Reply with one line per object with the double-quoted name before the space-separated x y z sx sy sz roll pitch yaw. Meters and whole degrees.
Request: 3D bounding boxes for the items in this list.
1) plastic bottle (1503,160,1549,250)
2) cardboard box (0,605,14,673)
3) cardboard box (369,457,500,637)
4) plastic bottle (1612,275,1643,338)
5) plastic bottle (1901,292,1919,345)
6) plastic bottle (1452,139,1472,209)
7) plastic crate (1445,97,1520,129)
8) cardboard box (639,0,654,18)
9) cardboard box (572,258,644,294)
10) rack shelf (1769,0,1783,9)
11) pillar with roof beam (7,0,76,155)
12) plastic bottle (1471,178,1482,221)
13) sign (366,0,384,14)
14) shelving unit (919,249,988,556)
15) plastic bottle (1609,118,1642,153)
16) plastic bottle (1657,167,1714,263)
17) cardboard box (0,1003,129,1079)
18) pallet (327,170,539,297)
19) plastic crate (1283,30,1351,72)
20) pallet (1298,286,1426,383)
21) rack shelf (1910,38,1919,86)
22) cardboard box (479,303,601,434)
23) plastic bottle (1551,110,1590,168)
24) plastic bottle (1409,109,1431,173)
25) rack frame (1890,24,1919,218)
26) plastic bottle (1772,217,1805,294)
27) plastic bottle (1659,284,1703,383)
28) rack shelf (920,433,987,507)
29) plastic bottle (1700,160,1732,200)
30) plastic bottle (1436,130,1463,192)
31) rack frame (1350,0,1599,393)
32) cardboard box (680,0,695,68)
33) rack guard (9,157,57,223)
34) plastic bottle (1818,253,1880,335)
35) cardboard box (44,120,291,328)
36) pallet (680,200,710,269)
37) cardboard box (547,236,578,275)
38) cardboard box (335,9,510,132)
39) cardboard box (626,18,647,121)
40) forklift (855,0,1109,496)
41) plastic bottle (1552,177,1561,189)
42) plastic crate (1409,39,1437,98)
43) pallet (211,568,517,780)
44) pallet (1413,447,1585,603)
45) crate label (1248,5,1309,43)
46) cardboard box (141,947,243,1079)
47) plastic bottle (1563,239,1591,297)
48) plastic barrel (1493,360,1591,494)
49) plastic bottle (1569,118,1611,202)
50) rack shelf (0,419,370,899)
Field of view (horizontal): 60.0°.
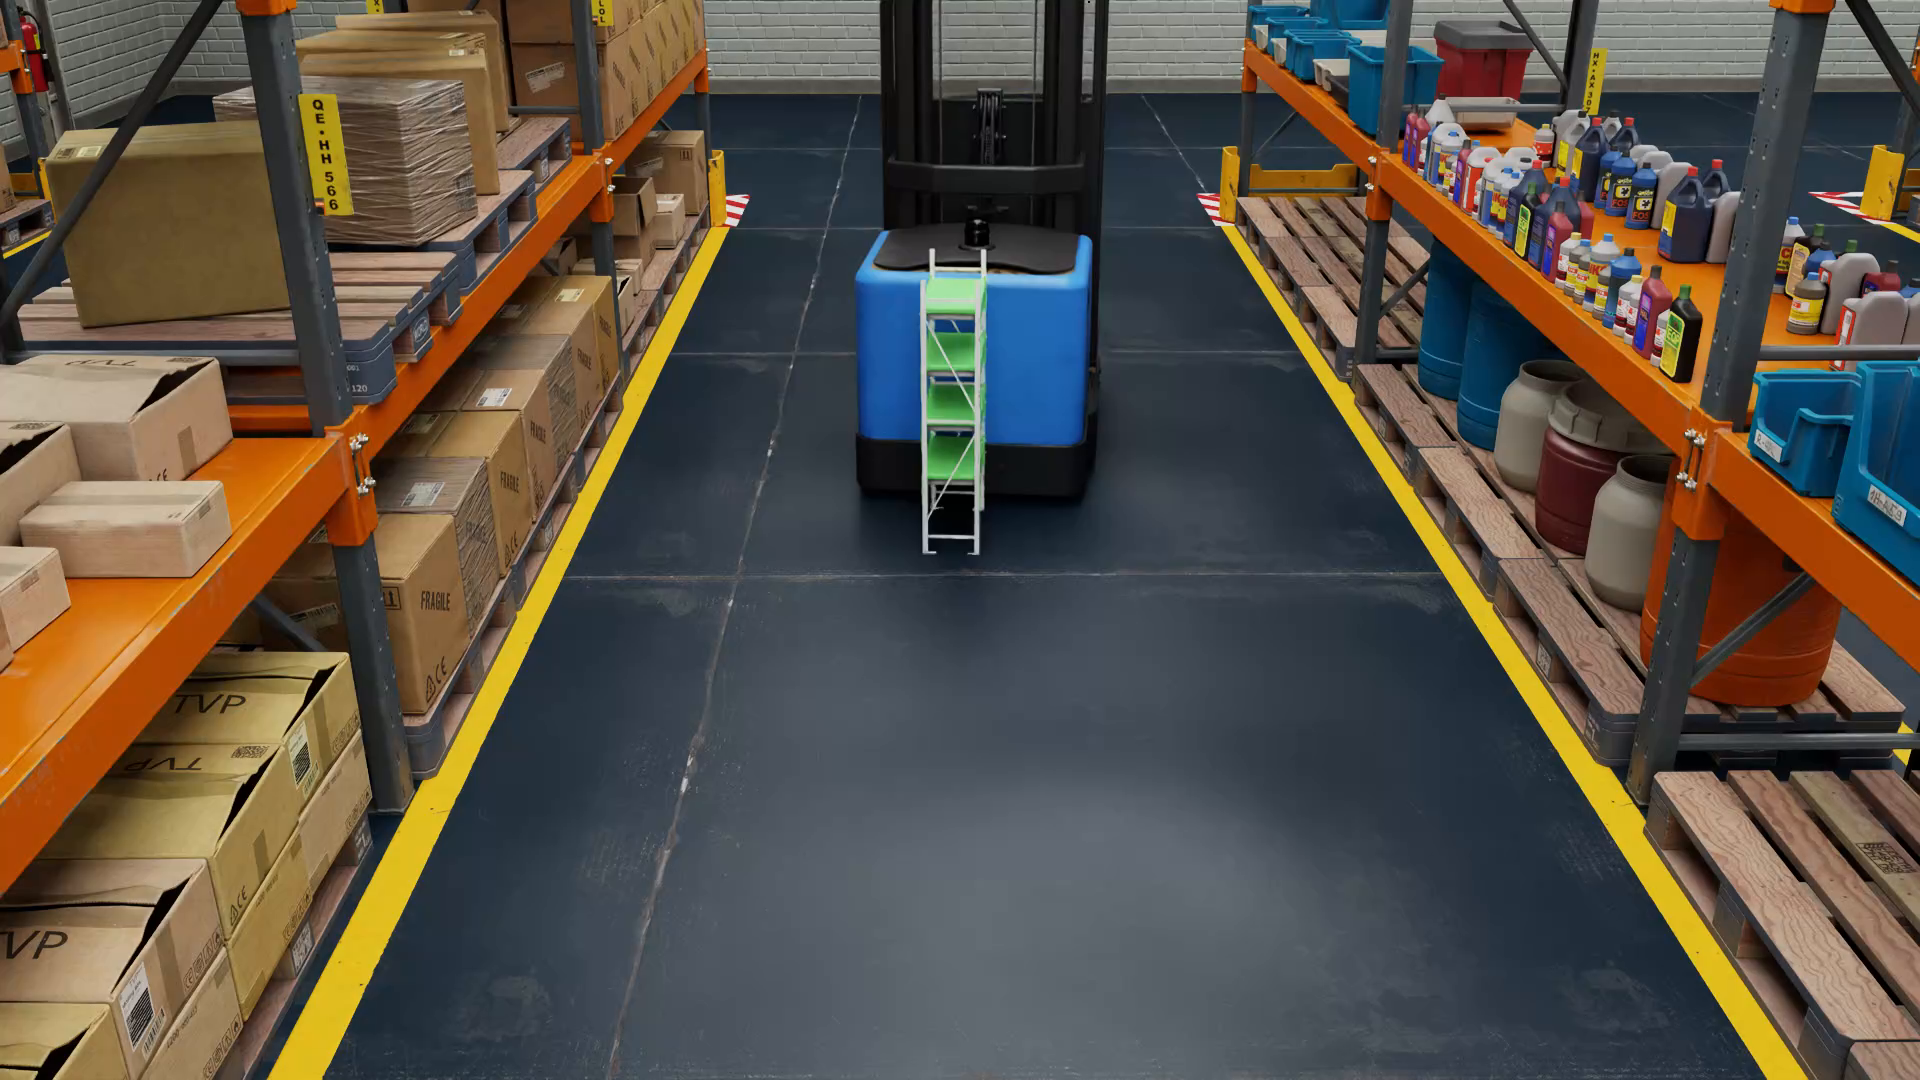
"plastic bottle" 2.273 -1.342 6.636 0.144 0.351 0.185 0 24 -1
"cardboard box" -2.239 0.135 3.190 0.500 0.500 0.500 -2 24 -3
"cardboard box" -2.004 0.023 6.058 0.500 0.500 0.500 -1 24 -2
"plastic bottle" 2.262 -0.789 5.595 0.097 0.201 0.097 0 24 0
"plastic bottle" 2.998 -0.655 5.208 0.152 0.276 0.135 0 24 -1
"plastic bottle" 2.223 -1.608 7.306 0.061 0.283 0.133 0 24 -1
"plastic crate" 2.774 -2.279 8.897 0.396 0.136 0.243 0 24 -1
"cardboard box" -2.052 -3.280 9.528 0.500 0.500 0.500 -1 24 -2
"cardboard box" -2.125 -1.599 10.050 0.380 0.166 0.250 0 24 -1
"rack shelf" 2.658 -2.395 6.138 1.077 0.370 4.000 0 24 -1
"pillar with roof beam" -3.904 -7.645 13.233 9.100 9.000 0.400 0 24 -1
"plastic bottle" 2.244 -1.467 7.096 0.097 0.201 0.097 0 24 0
"sign" -2.860 -2.548 8.193 0.100 0.325 0.005 0 24 -1
"shelving unit" -0.023 -0.586 7.089 0.258 1.200 0.503 1 24 3
"plastic bottle" 2.975 -1.704 7.437 0.144 0.351 0.185 0 24 -1
"plastic bottle" 2.835 -1.270 6.478 0.144 0.351 0.185 0 24 -1
"cardboard box" -2.003 1.138 3.239 0.500 0.311 0.500 0 24 1
"pallet" -2.299 -1.225 6.551 1.003 0.211 1.213 0 24 -1
"plastic crate" 2.280 -3.133 10.668 0.416 0.233 0.300 0 24 -1
"pallet" 2.589 -1.212 9.674 1.003 0.211 1.213 0 24 -1
"rack shelf" 7.567 -2.698 10.449 1.077 0.370 4.000 0 24 -1
"cardboard box" -2.028 -0.815 7.911 0.500 0.500 0.500 0 24 0
"plastic bottle" 2.964 -1.962 8.099 0.152 0.276 0.135 0 24 -1
"plastic bottle" 2.215 -1.919 7.994 0.061 0.283 0.133 0 24 -1
"rack frame" 7.545 -3.850 12.123 1.000 3.000 0.127 0 24 -1
"plastic bottle" 3.015 -1.041 6.069 0.097 0.271 0.097 0 24 0
"plastic bottle" 2.249 -0.643 5.174 0.061 0.283 0.133 0 24 -1
"rack shelf" -0.023 -0.309 7.215 0.258 0.148 0.480 1 24 3
"plastic bottle" 2.985 -1.326 6.602 0.144 0.351 0.185 0 24 -1
"plastic bottle" 2.238 -1.730 7.591 0.097 0.271 0.097 0 24 0
"rack frame" 2.636 -2.180 8.430 1.000 3.000 0.127 0 24 -1
"cardboard box" -2.074 -3.456 11.130 0.500 0.500 0.500 0 24 0
"rack guard" -7.314 -2.655 12.513 1.175 0.500 0.348 0 24 -1
"plastic bottle" 2.993 -0.845 5.630 0.152 0.276 0.135 0 24 -1
"cardboard box" -2.393 -1.007 5.205 0.700 0.500 0.500 -9 26 -18
"pallet" -2.350 -2.177 11.807 1.003 0.211 1.213 0 24 -1
"cardboard box" -2.615 -1.677 10.047 0.500 0.311 0.500 0 24 -1
"cardboard box" -2.536 -2.200 7.843 0.700 0.500 0.500 -9 26 -18
"cardboard box" -2.059 -2.627 9.297 0.500 0.500 0.500 0 24 0
"forklift" 0.187 -2.105 8.348 1.130 2.935 3.031 2 24 5
"plastic bottle" 2.393 -1.324 6.694 0.097 0.271 0.097 0 24 0
"plastic crate" 2.804 -2.783 9.835 0.437 0.282 0.530 0 24 -1
"pallet" -2.244 0.452 5.995 1.003 0.211 1.213 0 24 -1
"pallet" 2.619 -0.087 7.187 1.003 0.211 1.213 0 24 -1
"crate label" 2.266 -3.676 11.868 0.416 0.233 0.303 0 24 -1
"cardboard box" -2.012 1.186 3.815 0.500 0.250 0.500 0 24 1
"plastic bottle" 2.257 -0.989 6.038 0.097 0.201 0.097 0 24 0
"plastic barrel" 2.549 -0.489 7.199 0.421 0.512 0.421 0 24 0
"plastic bottle" 2.831 -1.703 7.436 0.144 0.351 0.185 0 24 -1
"rack shelf" -2.252 0.641 3.066 1.077 0.370 4.000 0 24 -1
